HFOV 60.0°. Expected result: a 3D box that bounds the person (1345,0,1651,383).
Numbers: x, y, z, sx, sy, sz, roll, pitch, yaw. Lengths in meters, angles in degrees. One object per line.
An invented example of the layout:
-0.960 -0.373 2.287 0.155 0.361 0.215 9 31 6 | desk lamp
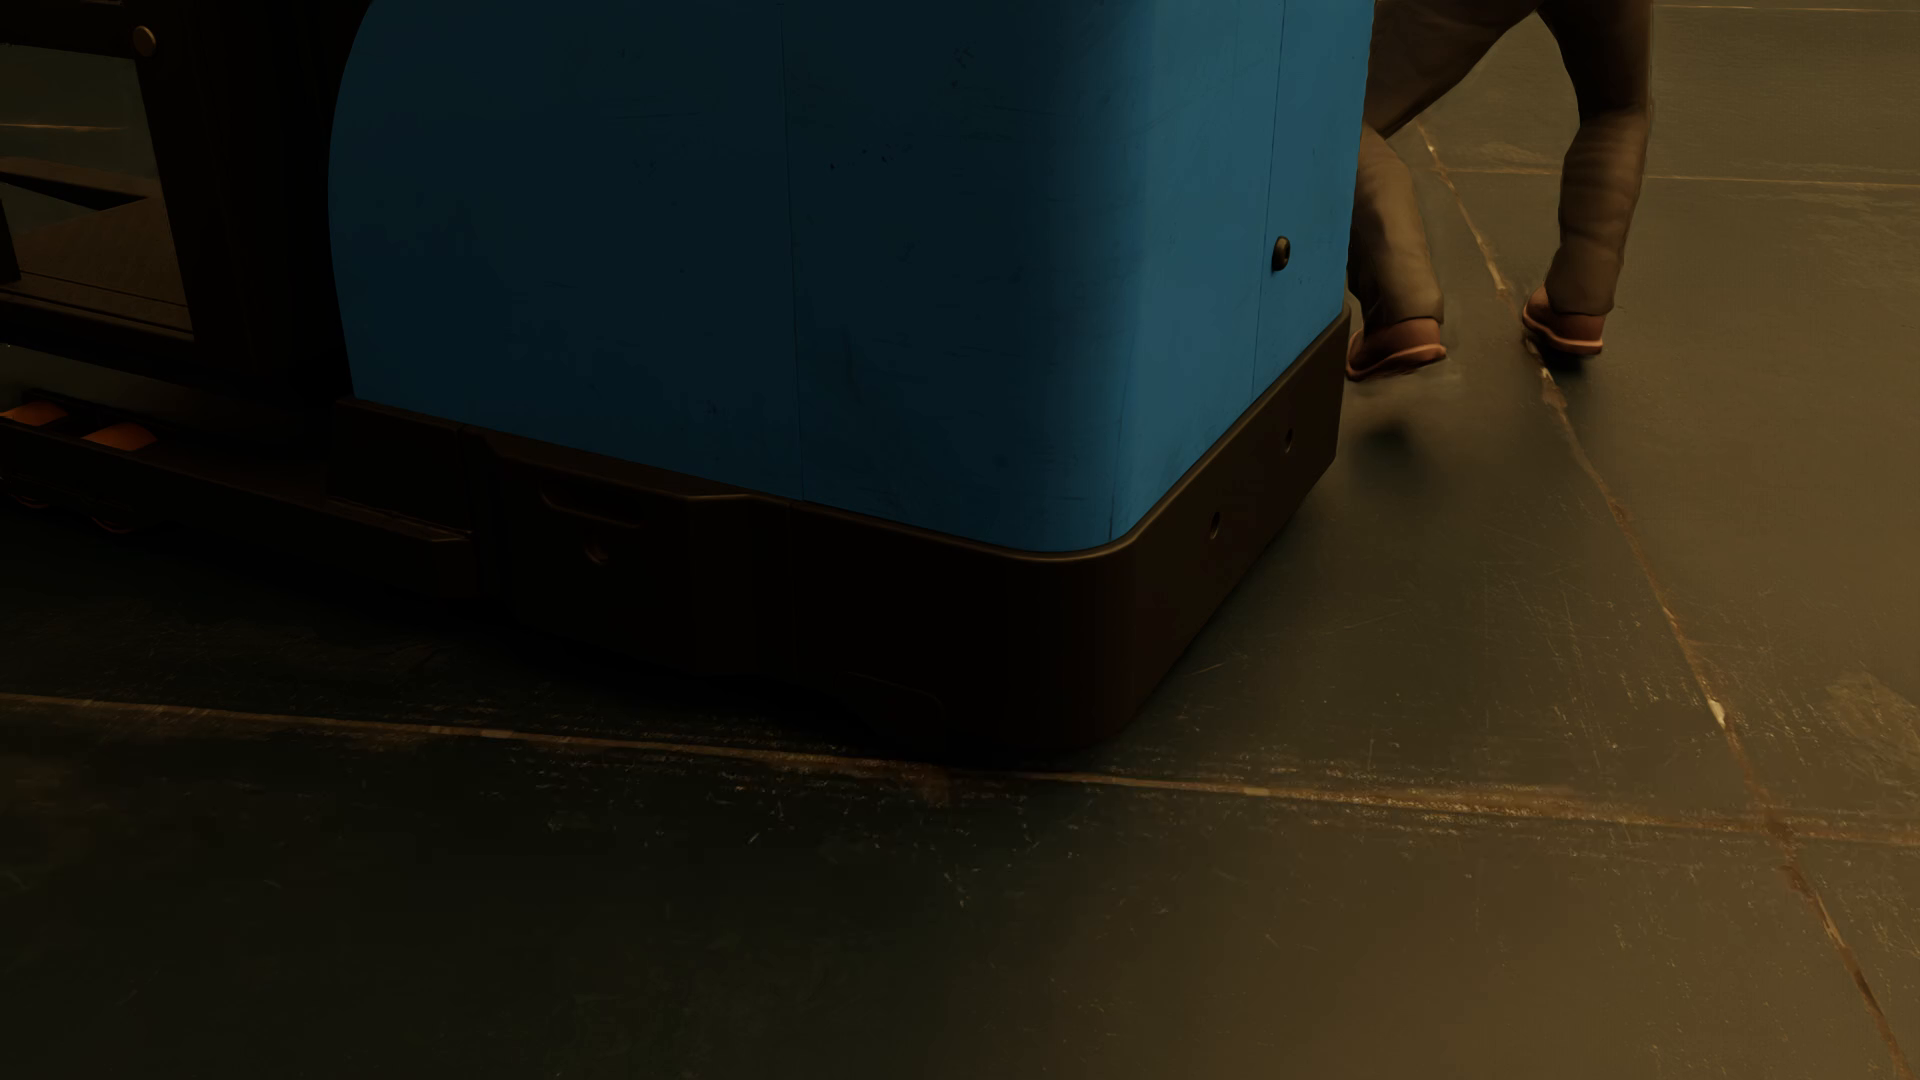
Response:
1.107 -1.017 2.897 0.965 1.424 0.753 -5 27 -11 | person

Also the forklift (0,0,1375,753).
-0.958 -1.514 2.251 3.031 2.935 1.130 13 29 24 | forklift
